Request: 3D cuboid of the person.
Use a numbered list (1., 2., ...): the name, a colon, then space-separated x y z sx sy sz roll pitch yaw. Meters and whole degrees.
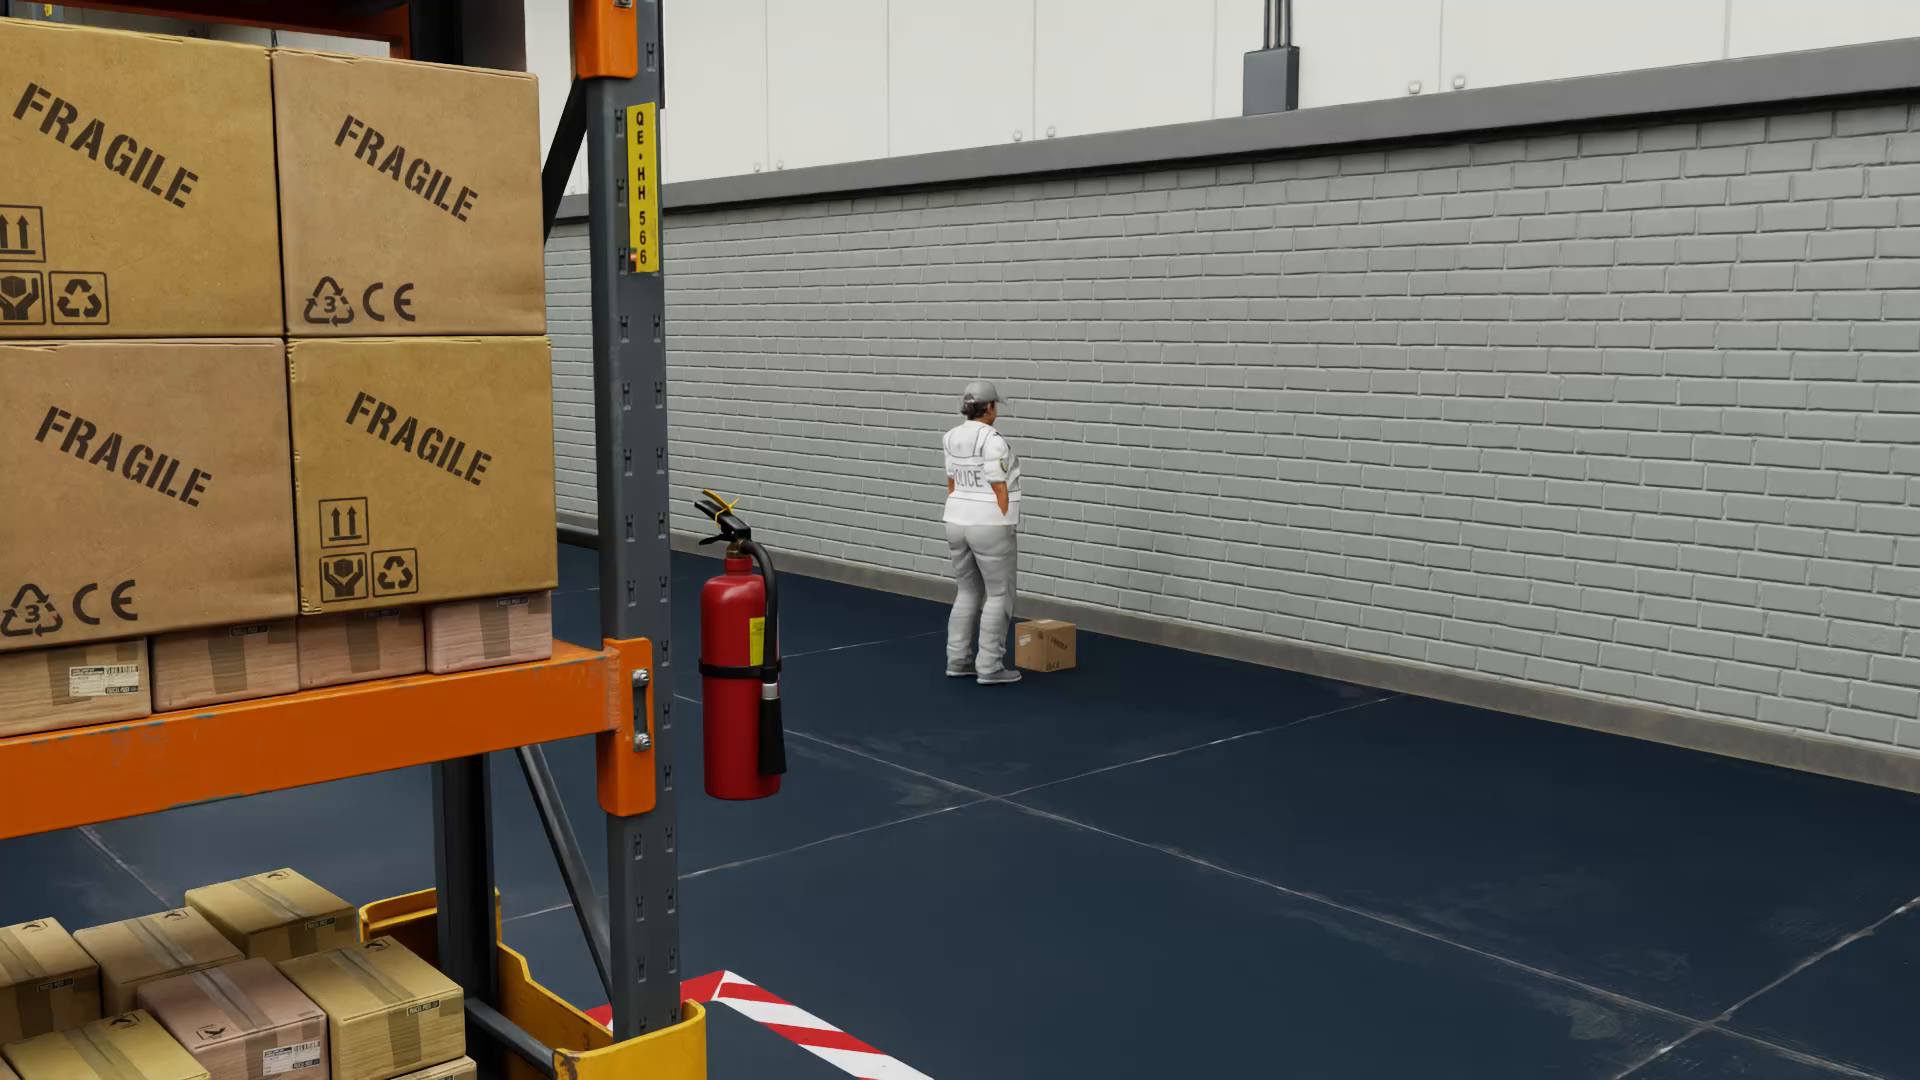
1. person: 0.122 -0.049 9.184 0.391 1.660 0.468 -6 10 -40
